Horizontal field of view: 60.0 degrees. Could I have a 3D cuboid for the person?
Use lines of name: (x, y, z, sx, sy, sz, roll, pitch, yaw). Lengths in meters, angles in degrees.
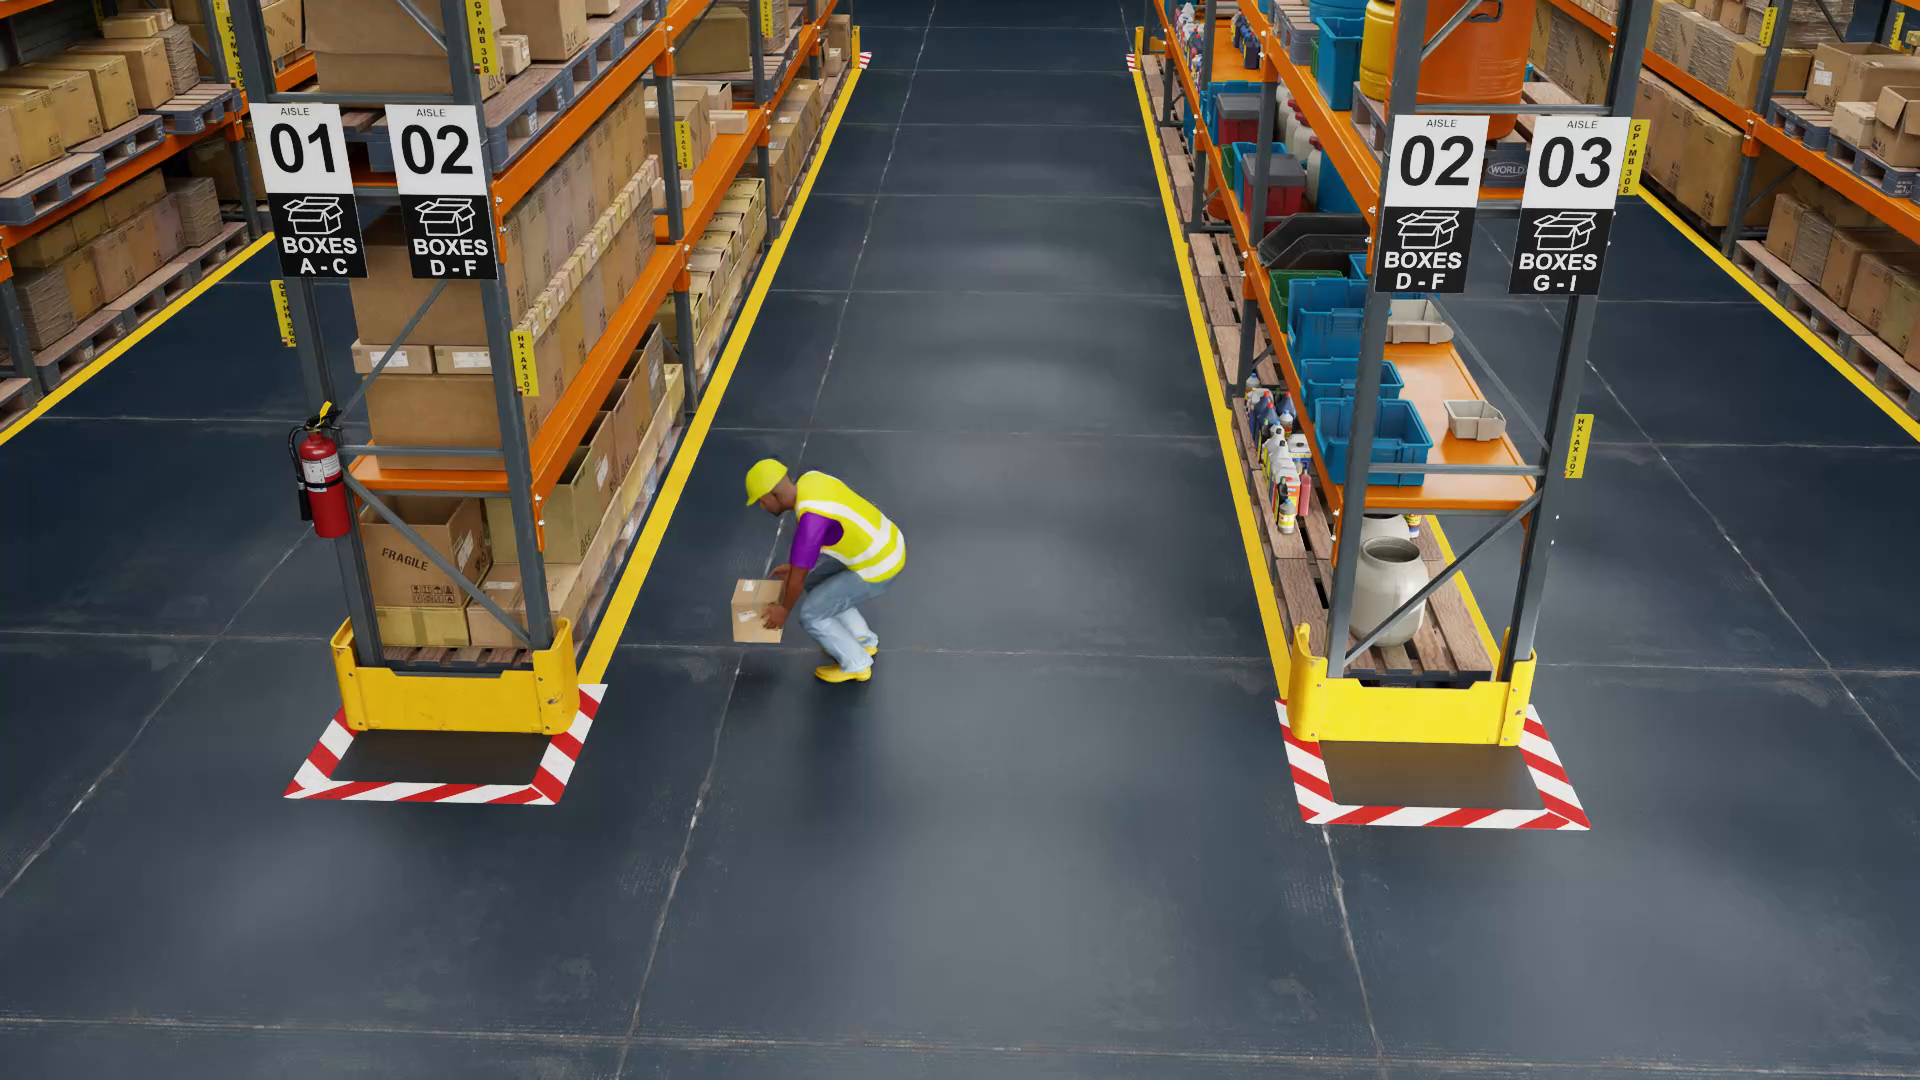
person: (-0.701, 0.148, 8.859, 0.823, 1.260, 0.626, 1, 28, 2)
